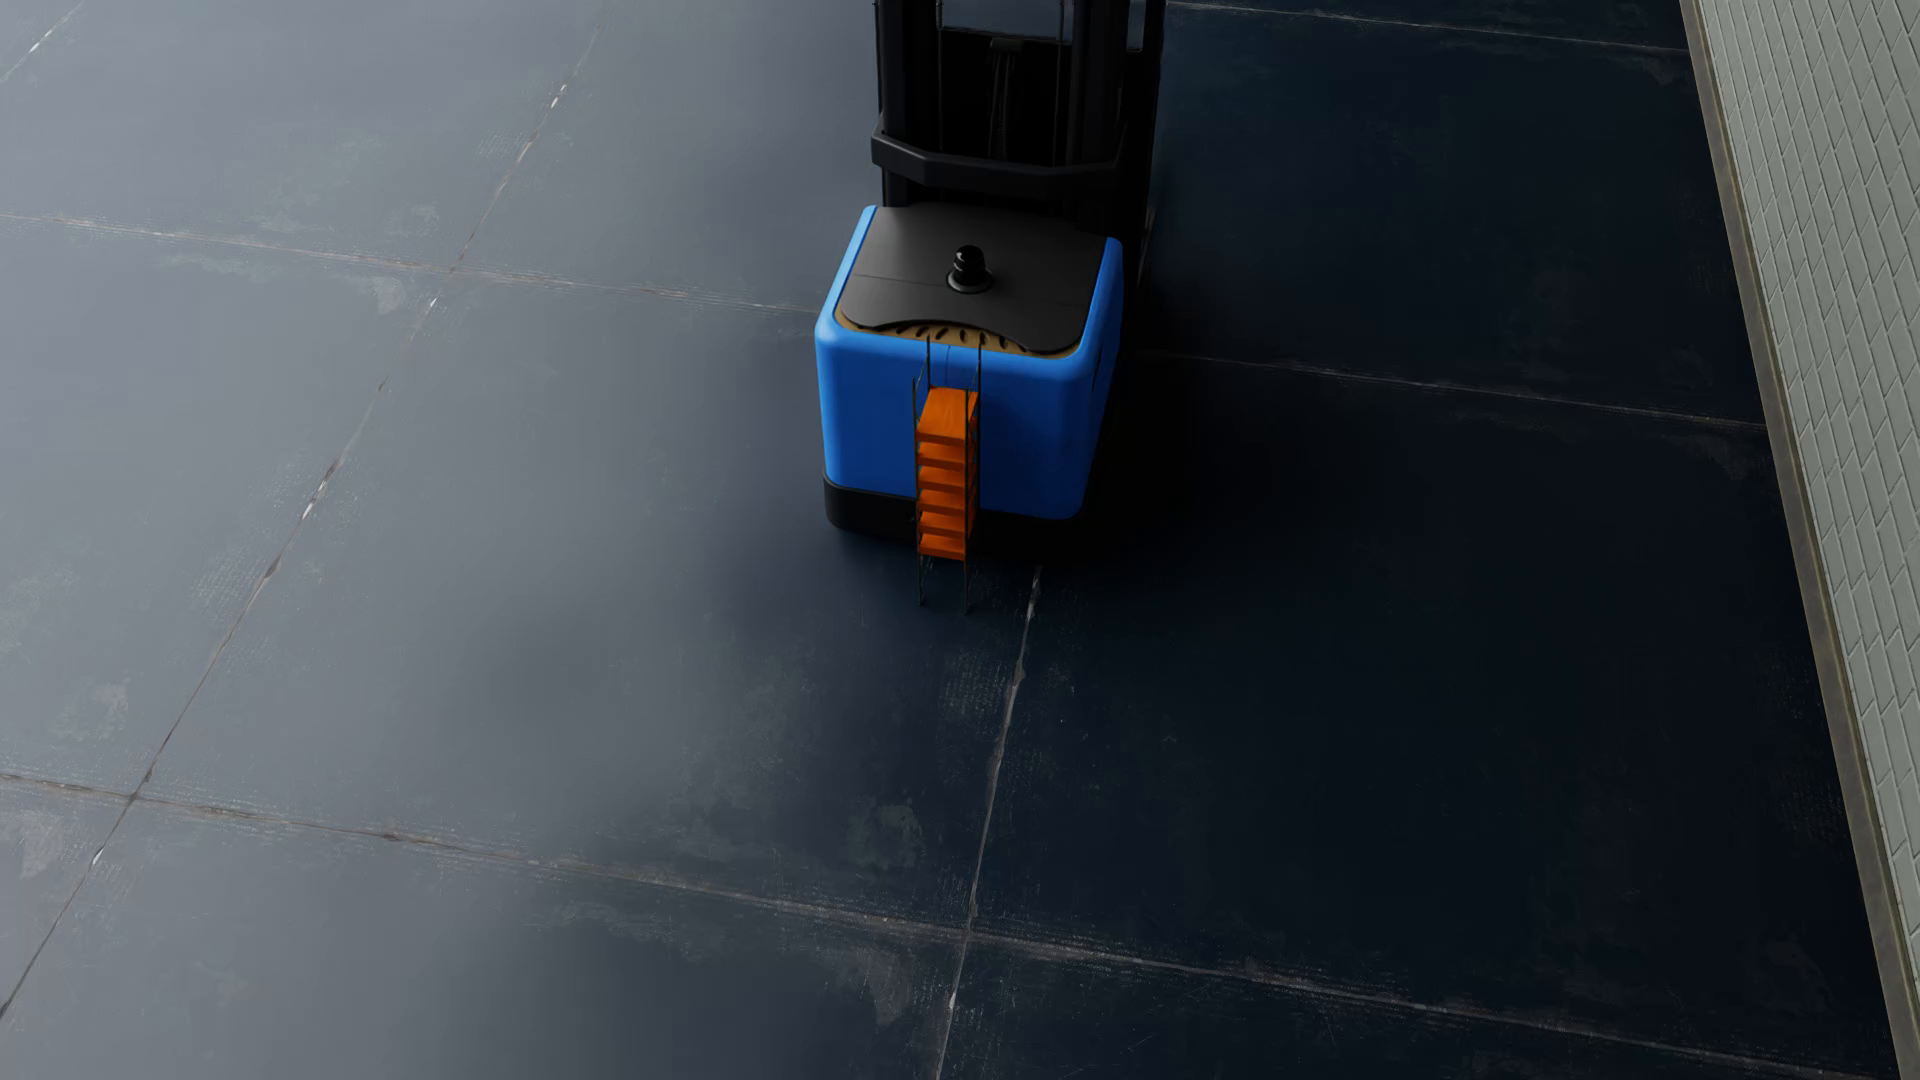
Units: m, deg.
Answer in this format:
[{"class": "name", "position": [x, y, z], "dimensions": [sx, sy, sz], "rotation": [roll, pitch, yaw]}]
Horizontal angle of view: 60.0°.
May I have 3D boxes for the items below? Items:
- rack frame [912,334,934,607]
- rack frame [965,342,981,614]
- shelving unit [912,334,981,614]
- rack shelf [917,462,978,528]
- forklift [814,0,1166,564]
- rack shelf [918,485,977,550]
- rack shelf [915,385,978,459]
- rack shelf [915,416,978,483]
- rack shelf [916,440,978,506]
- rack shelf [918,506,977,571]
[{"class": "rack frame", "position": [-0.132, -0.225, 6.117], "dimensions": [0.006, 1.200, 0.240], "rotation": [9, 49, 8]}, {"class": "rack frame", "position": [0.047, -0.197, 6.091], "dimensions": [0.006, 1.200, 0.240], "rotation": [9, 49, 8]}, {"class": "shelving unit", "position": [-0.043, -0.211, 6.104], "dimensions": [0.189, 1.200, 0.258], "rotation": [9, 49, 8]}, {"class": "rack shelf", "position": [-0.043, -0.182, 6.137], "dimensions": [0.180, 0.103, 0.258], "rotation": [9, 49, 8]}, {"class": "forklift", "position": [0.271, -2.006, 6.554], "dimensions": [1.130, 2.935, 3.031], "rotation": [9, 49, 8]}, {"class": "rack shelf", "position": [-0.042, -0.102, 6.227], "dimensions": [0.180, 0.103, 0.258], "rotation": [9, 49, 8]}, {"class": "rack shelf", "position": [-0.043, -0.420, 5.868], "dimensions": [0.180, 0.103, 0.258], "rotation": [9, 49, 8]}, {"class": "rack shelf", "position": [-0.043, -0.341, 5.957], "dimensions": [0.180, 0.103, 0.258], "rotation": [9, 49, 8]}, {"class": "rack shelf", "position": [-0.043, -0.261, 6.047], "dimensions": [0.180, 0.103, 0.258], "rotation": [9, 49, 8]}, {"class": "rack shelf", "position": [-0.042, -0.022, 6.317], "dimensions": [0.180, 0.103, 0.258], "rotation": [9, 49, 8]}]
